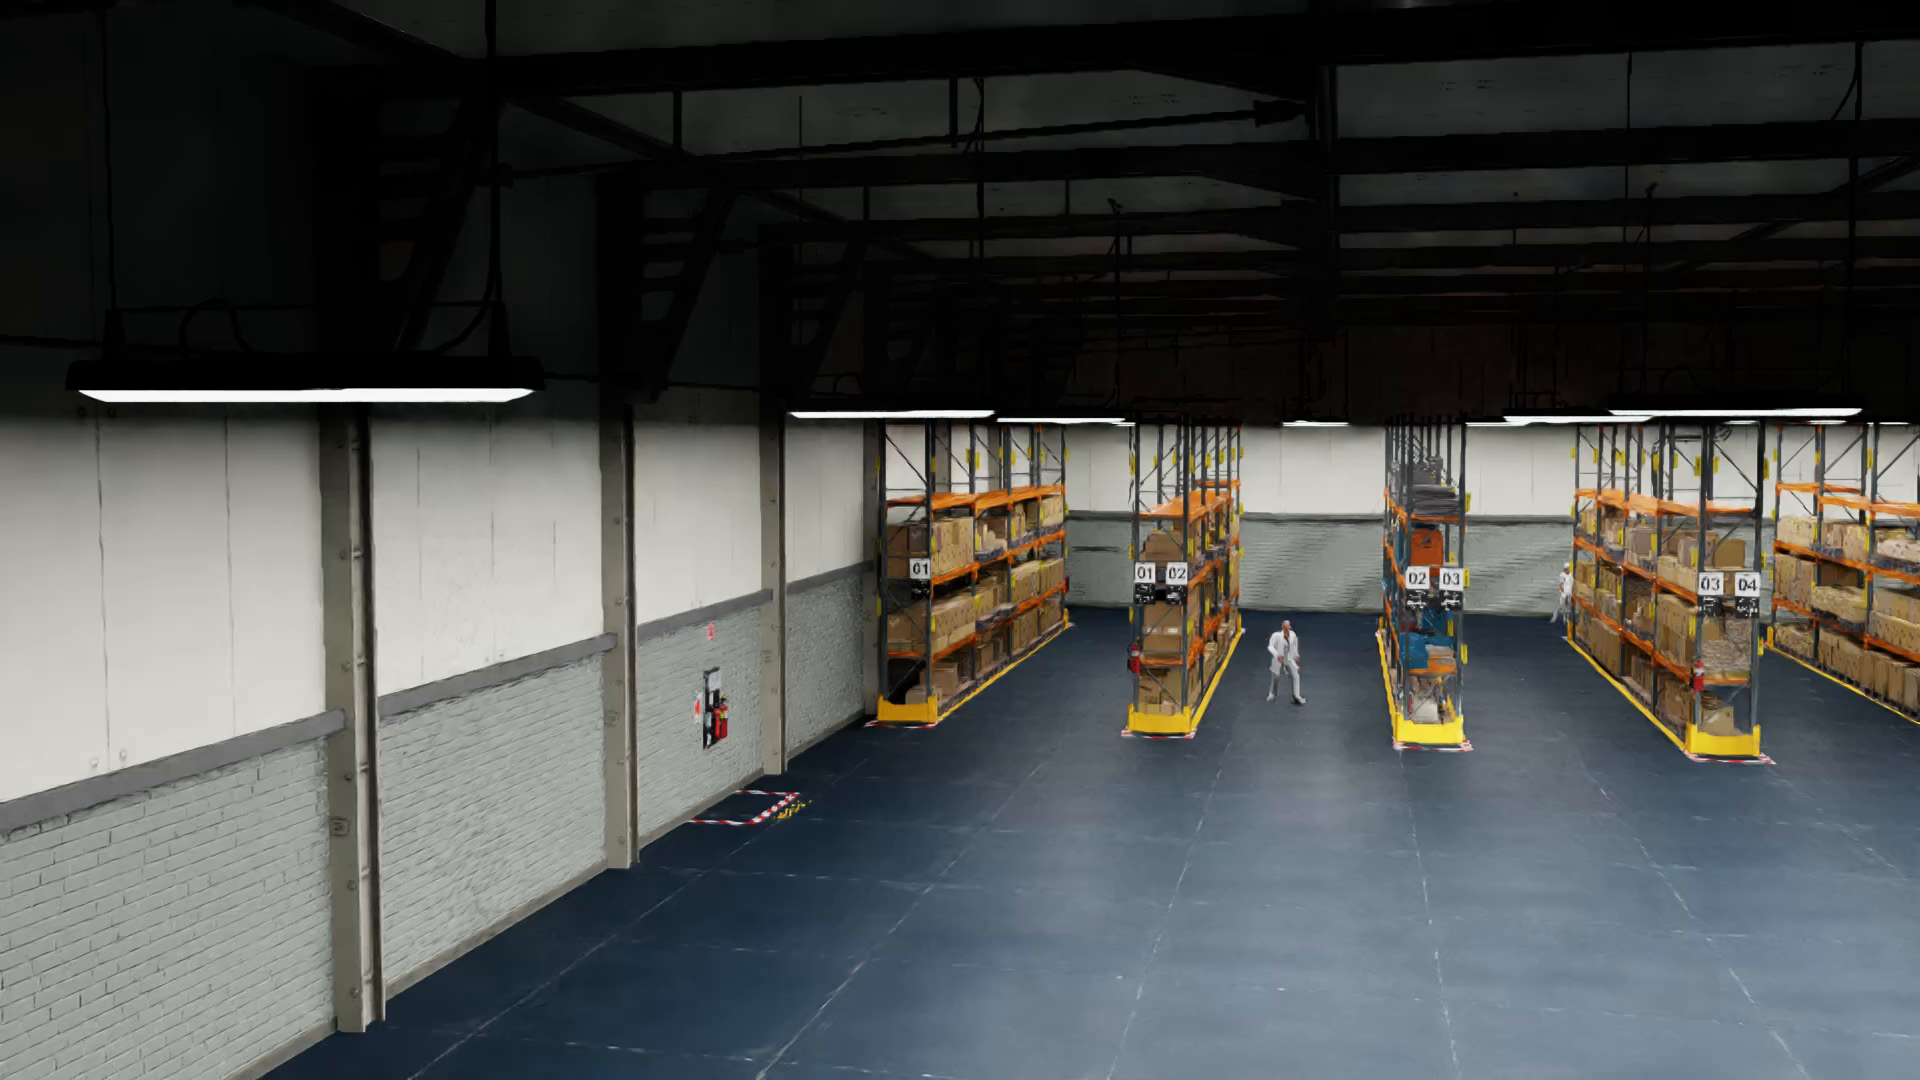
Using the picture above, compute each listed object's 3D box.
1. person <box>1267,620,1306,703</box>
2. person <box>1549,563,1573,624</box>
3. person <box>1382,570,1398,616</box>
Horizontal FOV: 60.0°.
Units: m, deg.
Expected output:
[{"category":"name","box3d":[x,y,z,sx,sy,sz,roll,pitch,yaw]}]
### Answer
[{"category":"person","box3d":[6.756,2.513,34.642,0.735,1.715,0.880,0,4,-3]},{"category":"person","box3d":[17.584,1.558,48.527,0.727,1.779,0.493,-2,5,-32]},{"category":"person","box3d":[13.062,1.512,49.967,0.682,1.658,0.844,0,4,-4]}]
